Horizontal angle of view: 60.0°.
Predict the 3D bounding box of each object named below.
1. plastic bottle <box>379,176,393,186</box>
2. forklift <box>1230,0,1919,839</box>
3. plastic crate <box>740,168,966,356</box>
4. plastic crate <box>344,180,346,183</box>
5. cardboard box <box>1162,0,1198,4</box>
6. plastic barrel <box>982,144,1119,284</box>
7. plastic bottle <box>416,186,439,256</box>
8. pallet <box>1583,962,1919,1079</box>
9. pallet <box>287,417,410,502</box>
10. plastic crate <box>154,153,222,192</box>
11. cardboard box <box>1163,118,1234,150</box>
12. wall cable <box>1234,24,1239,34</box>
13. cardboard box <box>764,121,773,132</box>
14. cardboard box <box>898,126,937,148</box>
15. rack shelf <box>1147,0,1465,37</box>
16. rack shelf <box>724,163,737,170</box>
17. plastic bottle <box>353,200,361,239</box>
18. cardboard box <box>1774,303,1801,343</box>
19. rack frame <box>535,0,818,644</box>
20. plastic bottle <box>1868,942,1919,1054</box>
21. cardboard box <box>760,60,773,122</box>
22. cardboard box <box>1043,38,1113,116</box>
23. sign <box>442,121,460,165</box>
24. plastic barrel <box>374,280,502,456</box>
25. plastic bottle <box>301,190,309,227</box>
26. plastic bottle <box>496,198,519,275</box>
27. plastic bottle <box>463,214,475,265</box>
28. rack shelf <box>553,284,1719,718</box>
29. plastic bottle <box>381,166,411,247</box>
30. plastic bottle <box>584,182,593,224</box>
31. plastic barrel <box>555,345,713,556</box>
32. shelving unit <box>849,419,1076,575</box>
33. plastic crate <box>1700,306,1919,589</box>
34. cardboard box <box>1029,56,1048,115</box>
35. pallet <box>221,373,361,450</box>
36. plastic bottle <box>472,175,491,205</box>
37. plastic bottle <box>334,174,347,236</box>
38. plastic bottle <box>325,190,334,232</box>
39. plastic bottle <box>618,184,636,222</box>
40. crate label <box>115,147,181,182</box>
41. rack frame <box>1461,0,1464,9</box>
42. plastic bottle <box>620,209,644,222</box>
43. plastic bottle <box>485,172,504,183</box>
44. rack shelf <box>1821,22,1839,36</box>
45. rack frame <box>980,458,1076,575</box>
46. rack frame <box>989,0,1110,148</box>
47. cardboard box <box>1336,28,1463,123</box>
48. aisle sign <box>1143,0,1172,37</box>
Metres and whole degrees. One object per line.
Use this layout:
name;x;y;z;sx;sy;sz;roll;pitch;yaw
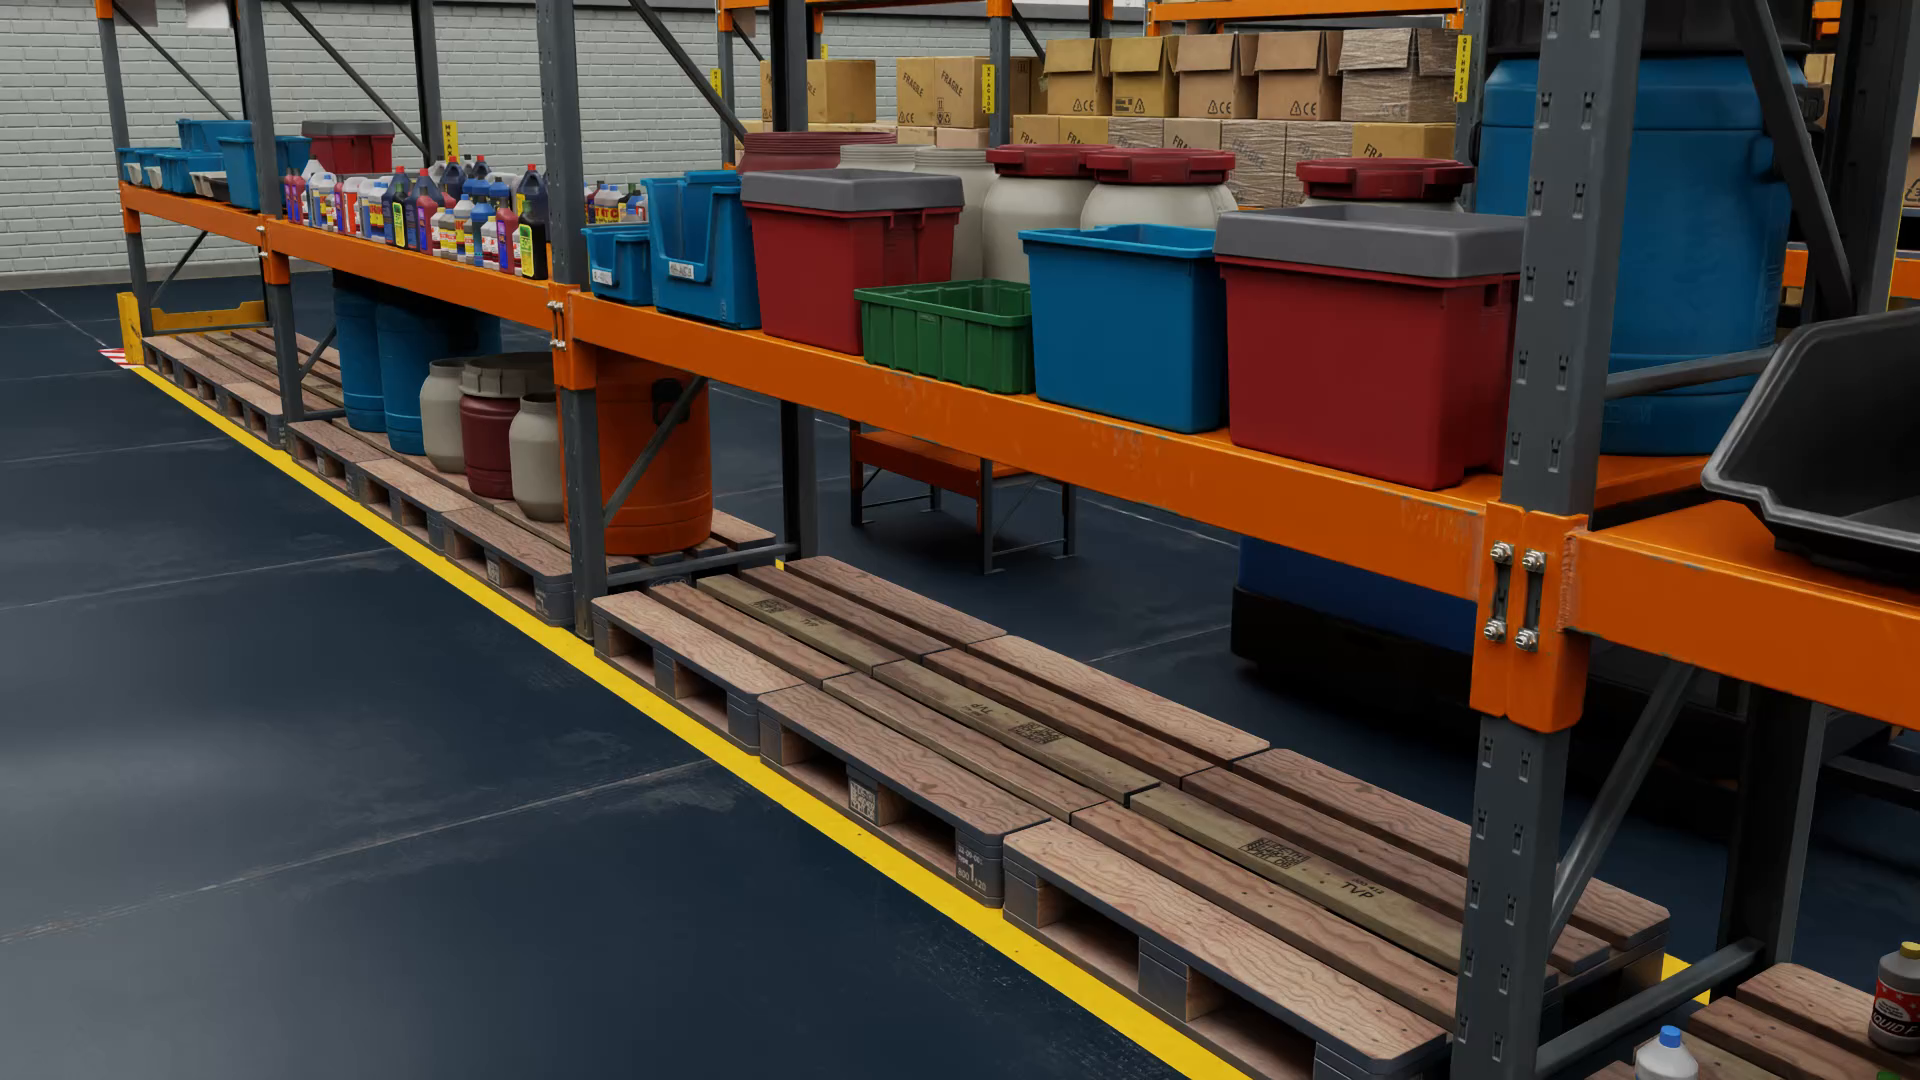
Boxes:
plastic bottle;-2.728;-1.614;8.027;0.152;0.276;0.135;-11;19;-35
forklift;2.294;-0.742;4.735;1.130;2.935;3.031;-13;20;-39
plastic crate;-0.305;-0.790;4.660;0.402;0.464;0.583;-11;19;-35
plastic crate;-3.518;-2.029;9.695;0.396;0.136;0.243;-11;19;-35
cardboard box;2.423;-5.616;17.016;0.500;0.250;0.500;-10;18;-33
plastic barrel;0.273;-0.851;4.745;0.433;0.535;0.433;0;15;0
plastic bottle;-2.263;-1.360;7.084;0.061;0.283;0.133;-11;19;-35
pallet;1.705;1.197;2.803;1.003;0.211;1.213;-11;19;-35
pallet;-2.940;-0.490;8.966;1.003;0.211;1.213;-11;19;-35
plastic crate;-5.059;-2.424;10.952;0.416;0.233;0.300;-11;19;-35
cardboard box;1.613;-2.363;10.336;0.500;0.500;0.500;-10;18;-33
wall cable;4.117;-7.080;25.839;0.588;1.984;0.122;-11;19;-35
cardboard box;-1.331;-3.446;14.205;0.500;0.250;0.500;-11;19;-35
cardboard box;-0.132;-3.010;12.611;0.500;0.250;0.500;-10;18;-33
rack shelf;3.542;-5.050;16.026;1.077;0.370;4.000;-11;19;-35
rack shelf;-0.529;-2.855;13.688;1.077;0.370;4.000;-11;19;-35
plastic bottle;-2.805;-1.526;7.845;0.097;0.201;0.097;0;15;0
cardboard box;3.737;-1.039;8.171;0.500;0.250;0.500;-8;17;-28
rack frame;-1.008;-1.152;6.103;1.000;3.000;0.127;-11;19;-35
plastic bottle;1.809;0.869;3.187;0.097;0.201;0.097;0;15;0
cardboard box;-1.348;-3.811;14.117;0.500;0.500;0.500;-11;19;-36
cardboard box;1.029;-3.172;11.394;0.797;0.503;0.637;-11;19;-36
sign;-2.914;-2.225;9.498;0.100;0.325;0.005;-11;19;-35
plastic barrel;-2.637;-0.927;8.459;0.600;0.901;0.708;-11;19;-35
plastic bottle;-3.328;-1.716;8.538;0.097;0.201;0.097;0;15;0
plastic bottle;-1.727;-1.165;6.372;0.061;0.283;0.133;-11;19;-35
plastic bottle;-1.951;-1.215;6.711;0.097;0.201;0.097;0;15;0
rack shelf;0.168;-0.378;4.638;1.077;0.370;4.000;-11;19;-35
plastic bottle;-2.510;-1.501;7.471;0.144;0.351;0.185;-11;19;-35
plastic bottle;-1.726;-1.508;7.648;0.097;0.271;0.097;0;15;0
plastic barrel;-1.309;-0.410;6.706;0.600;0.830;0.708;-11;19;-35
shelving unit;-0.004;-0.544;7.433;0.538;1.125;1.048;-11;19;-35
plastic crate;1.549;-0.136;2.510;0.767;0.338;0.504;-11;19;-35
cardboard box;0.572;-3.350;12.433;0.500;0.500;0.500;-11;19;-35
pallet;-3.824;-0.812;10.144;1.003;0.211;1.213;-11;19;-35
plastic bottle;-2.366;-1.672;8.248;0.097;0.271;0.097;0;15;0
plastic bottle;-2.967;-1.616;8.018;0.061;0.283;0.133;-11;19;-35
plastic bottle;-3.077;-1.624;8.206;0.097;0.201;0.097;0;15;0
plastic bottle;-1.450;-1.422;7.311;0.061;0.283;0.133;-11;19;-35
crate label;-5.833;-2.705;11.980;0.416;0.233;0.303;-11;19;-35
rack frame;4.718;-3.523;14.767;1.000;3.000;0.127;-11;19;-35
plastic bottle;-1.363;-1.274;6.926;0.097;0.201;0.097;0;15;0
plastic bottle;-2.355;-1.727;8.438;0.152;0.276;0.135;-11;19;-35
rack shelf;11.499;-6.611;21.730;1.077;0.370;4.000;-11;19;-35
rack frame;0.295;-0.435;7.036;0.500;1.125;0.032;-11;19;-35
rack frame;0.647;-2.775;12.033;1.000;3.000;0.127;-11;19;-35
cardboard box;2.582;-2.612;9.346;0.797;0.503;0.637;-10;18;-33
aisle sign;2.081;-5.600;17.431;0.394;0.787;0.004;-11;19;-35
